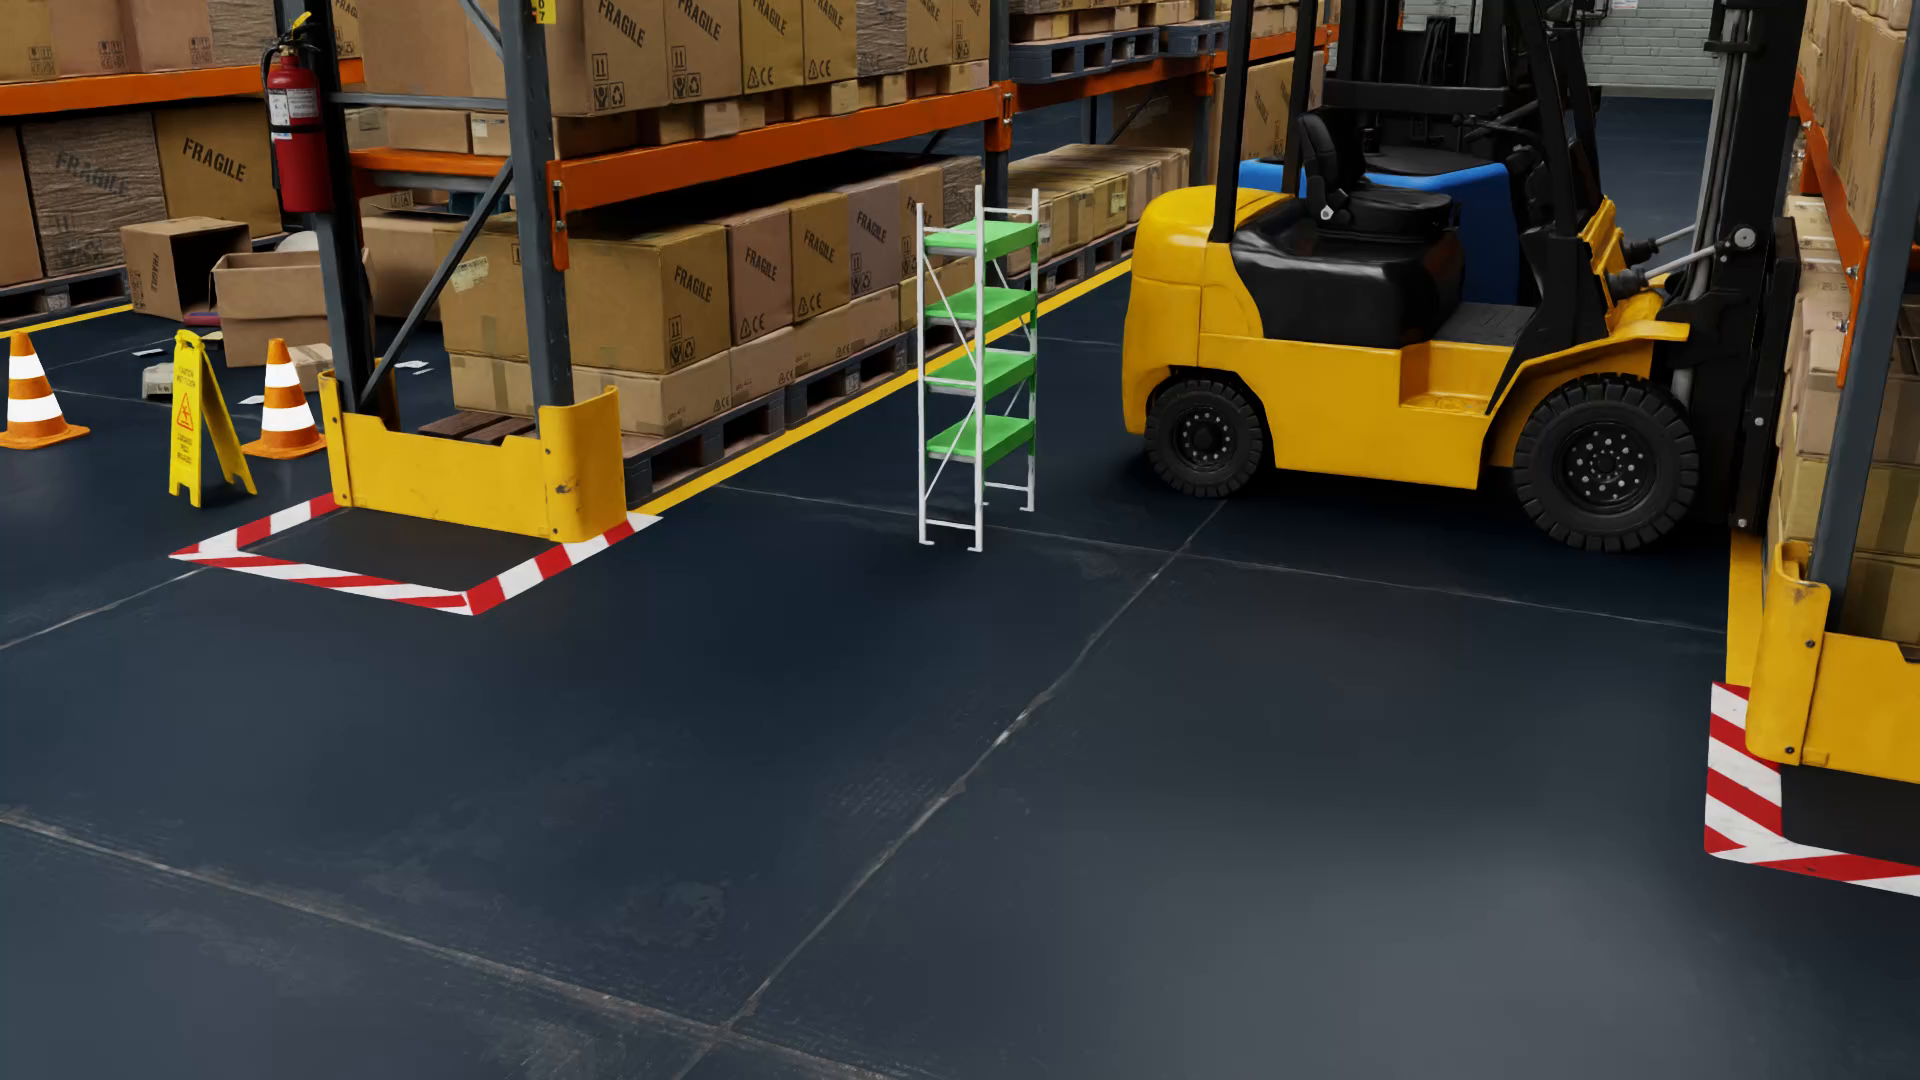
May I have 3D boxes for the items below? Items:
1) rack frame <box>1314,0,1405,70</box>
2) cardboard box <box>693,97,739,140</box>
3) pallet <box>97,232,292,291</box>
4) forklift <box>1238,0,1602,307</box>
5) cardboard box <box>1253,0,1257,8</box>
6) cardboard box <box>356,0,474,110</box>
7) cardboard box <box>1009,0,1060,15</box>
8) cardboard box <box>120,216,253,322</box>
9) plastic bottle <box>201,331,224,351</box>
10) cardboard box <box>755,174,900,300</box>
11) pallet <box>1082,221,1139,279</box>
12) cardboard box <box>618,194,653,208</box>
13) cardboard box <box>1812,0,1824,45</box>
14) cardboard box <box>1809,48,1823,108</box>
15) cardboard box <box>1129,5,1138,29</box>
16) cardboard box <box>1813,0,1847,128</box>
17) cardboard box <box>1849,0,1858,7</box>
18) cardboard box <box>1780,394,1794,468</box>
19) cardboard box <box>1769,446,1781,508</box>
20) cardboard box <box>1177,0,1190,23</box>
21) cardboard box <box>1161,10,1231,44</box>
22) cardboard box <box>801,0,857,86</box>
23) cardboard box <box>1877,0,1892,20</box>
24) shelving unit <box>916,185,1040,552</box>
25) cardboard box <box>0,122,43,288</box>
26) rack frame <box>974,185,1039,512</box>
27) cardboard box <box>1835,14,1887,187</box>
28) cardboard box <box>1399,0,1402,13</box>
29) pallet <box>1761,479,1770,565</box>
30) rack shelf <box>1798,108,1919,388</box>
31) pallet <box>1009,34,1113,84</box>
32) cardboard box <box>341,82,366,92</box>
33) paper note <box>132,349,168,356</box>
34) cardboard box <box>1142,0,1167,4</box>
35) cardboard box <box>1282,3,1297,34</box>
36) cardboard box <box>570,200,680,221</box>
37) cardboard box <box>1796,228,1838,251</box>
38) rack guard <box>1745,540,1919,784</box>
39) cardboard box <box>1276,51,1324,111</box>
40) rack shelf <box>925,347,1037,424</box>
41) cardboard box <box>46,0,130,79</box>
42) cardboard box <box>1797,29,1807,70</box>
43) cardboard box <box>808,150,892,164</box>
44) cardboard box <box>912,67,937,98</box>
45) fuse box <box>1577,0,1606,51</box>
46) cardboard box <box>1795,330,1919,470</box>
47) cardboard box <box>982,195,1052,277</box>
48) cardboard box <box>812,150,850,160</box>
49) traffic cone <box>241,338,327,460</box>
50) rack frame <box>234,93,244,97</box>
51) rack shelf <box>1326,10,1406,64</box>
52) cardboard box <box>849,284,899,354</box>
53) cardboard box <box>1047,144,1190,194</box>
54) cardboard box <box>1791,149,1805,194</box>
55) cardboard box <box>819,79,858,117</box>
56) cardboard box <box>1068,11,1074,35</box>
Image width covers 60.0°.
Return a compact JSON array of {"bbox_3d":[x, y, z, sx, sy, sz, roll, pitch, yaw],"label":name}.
[{"bbox_3d":[4.701,-6.395,19.473,1.000,3.000,0.127,9,21,23],"label":"rack frame"},{"bbox_3d":[-1.104,-1.681,6.594,0.380,0.149,0.250,9,21,24],"label":"cardboard box"},{"bbox_3d":[-5.153,-1.839,10.825,1.003,0.211,1.213,9,21,23],"label":"pallet"},{"bbox_3d":[2.597,-2.388,8.309,1.130,2.935,3.031,16,25,38],"label":"forklift"},{"bbox_3d":[2.070,-4.393,13.322,0.500,0.250,0.500,9,22,24],"label":"cardboard box"},{"bbox_3d":[-1.880,-1.895,6.226,0.500,0.500,0.500,8,21,22],"label":"cardboard box"},{"bbox_3d":[0.240,-3.215,9.314,0.500,0.500,0.500,9,22,24],"label":"cardboard box"},{"bbox_3d":[-4.470,-1.583,9.670,0.500,0.500,0.500,13,23,32],"label":"cardboard box"},{"bbox_3d":[-3.959,-1.073,8.894,0.133,0.061,0.283,1,20,4],"label":"plastic bottle"},{"bbox_3d":[-0.625,-1.453,7.934,0.500,0.500,0.500,10,22,26],"label":"cardboard box"},{"bbox_3d":[0.602,-2.025,11.348,1.003,0.211,1.213,9,21,23],"label":"pallet"},{"bbox_3d":[-1.566,-1.543,7.222,0.380,0.149,0.250,9,21,24],"label":"cardboard box"},{"bbox_3d":[4.489,-2.555,8.154,0.500,0.250,0.500,8,21,21],"label":"cardboard box"},{"bbox_3d":[4.284,-2.166,7.806,0.500,0.250,0.500,9,22,24],"label":"cardboard box"},{"bbox_3d":[0.943,-3.412,10.834,0.380,0.149,0.250,8,21,21],"label":"cardboard box"},{"bbox_3d":[3.897,-1.994,6.949,0.500,0.500,0.500,8,21,21],"label":"cardboard box"},{"bbox_3d":[3.483,-2.030,6.082,0.380,0.149,0.250,8,21,22],"label":"cardboard box"},{"bbox_3d":[2.808,-0.305,5.081,0.500,0.250,0.500,8,21,22],"label":"cardboard box"},{"bbox_3d":[3.008,-0.215,5.575,0.500,0.250,0.500,9,21,23],"label":"cardboard box"},{"bbox_3d":[1.399,-3.721,11.704,0.380,0.149,0.250,8,21,22],"label":"cardboard box"},{"bbox_3d":[1.855,-3.994,12.946,0.500,0.250,0.500,8,21,22],"label":"cardboard box"},{"bbox_3d":[-0.787,-2.269,7.279,0.500,0.500,0.500,8,21,22],"label":"cardboard box"},{"bbox_3d":[2.983,-1.636,4.976,0.380,0.149,0.250,8,21,21],"label":"cardboard box"},{"bbox_3d":[0.068,-0.616,5.910,0.258,1.200,0.503,9,21,23],"label":"shelving unit"},{"bbox_3d":[-5.833,-1.834,9.194,0.875,0.875,0.875,8,21,22],"label":"cardboard box"},{"bbox_3d":[0.168,-0.691,6.120,0.240,1.200,0.015,9,21,23],"label":"rack frame"},{"bbox_3d":[3.071,-1.371,5.199,0.500,0.500,0.500,8,21,22],"label":"cardboard box"},{"bbox_3d":[4.745,-6.258,18.940,0.500,0.500,0.500,9,21,23],"label":"cardboard box"},{"bbox_3d":[3.455,-0.121,5.994,1.003,0.211,1.213,9,21,23],"label":"pallet"},{"bbox_3d":[3.498,-1.096,5.648,1.077,0.370,4.000,9,21,23],"label":"rack shelf"},{"bbox_3d":[0.232,-2.850,9.791,1.003,0.211,1.213,9,21,23],"label":"pallet"},{"bbox_3d":[-6.943,-4.985,18.054,1.225,0.875,0.875,9,21,23],"label":"cardboard box"},{"bbox_3d":[-4.235,-0.986,8.698,0.144,0.017,0.142,18,26,41],"label":"paper note"},{"bbox_3d":[1.085,-3.843,11.079,0.500,0.500,0.500,7,21,19],"label":"cardboard box"},{"bbox_3d":[2.675,-4.622,14.714,0.500,0.250,0.500,8,21,21],"label":"cardboard box"},{"bbox_3d":[-1.550,-1.200,7.224,0.500,0.500,0.500,9,22,25],"label":"cardboard box"},{"bbox_3d":[3.421,-1.006,6.307,0.500,0.250,0.500,9,22,25],"label":"cardboard box"},{"bbox_3d":[2.669,0.361,4.206,1.175,0.500,0.348,9,21,23],"label":"rack guard"},{"bbox_3d":[2.882,-4.168,15.757,0.875,0.875,0.875,9,22,24],"label":"cardboard box"},{"bbox_3d":[0.068,-0.556,5.931,0.258,0.148,0.480,9,21,23],"label":"rack shelf"},{"bbox_3d":[-5.444,-3.011,9.734,0.875,0.550,0.550,9,21,23],"label":"cardboard box"},{"bbox_3d":[5.340,-2.943,9.993,0.500,0.250,0.500,8,21,22],"label":"cardboard box"},{"bbox_3d":[-0.701,-1.839,9.020,0.500,0.500,0.500,10,22,25],"label":"cardboard box"},{"bbox_3d":[-0.341,-2.322,8.395,0.380,0.149,0.250,9,21,23],"label":"cardboard box"},{"bbox_3d":[8.845,-7.182,23.609,0.539,1.711,0.414,9,21,23],"label":"fuse box"},{"bbox_3d":[2.583,-0.381,4.547,0.500,0.250,0.500,9,22,25],"label":"cardboard box"},{"bbox_3d":[-0.001,-1.847,9.980,0.950,0.372,0.625,9,21,23],"label":"cardboard box"},{"bbox_3d":[-0.807,-2.114,8.827,0.380,0.149,0.250,9,21,23],"label":"cardboard box"},{"bbox_3d":[-2.852,-0.617,7.013,0.336,0.463,0.334,9,21,23],"label":"traffic cone"},{"bbox_3d":[-7.616,-5.309,16.420,1.000,3.000,0.127,9,21,23],"label":"rack frame"},{"bbox_3d":[3.882,-5.444,17.875,1.077,0.370,4.000,9,21,23],"label":"rack shelf"},{"bbox_3d":[-0.631,-1.092,8.040,0.500,0.250,0.500,9,21,24],"label":"cardboard box"},{"bbox_3d":[1.184,-2.738,12.485,0.950,0.372,0.625,7,21,19],"label":"cardboard box"},{"bbox_3d":[5.426,-1.959,9.917,0.875,0.625,0.625,9,22,24],"label":"cardboard box"},{"bbox_3d":[-0.684,-1.999,7.489,0.380,0.149,0.250,9,21,23],"label":"cardboard box"},{"bbox_3d":[0.458,-3.104,9.968,0.380,0.149,0.250,10,22,26],"label":"cardboard box"}]
